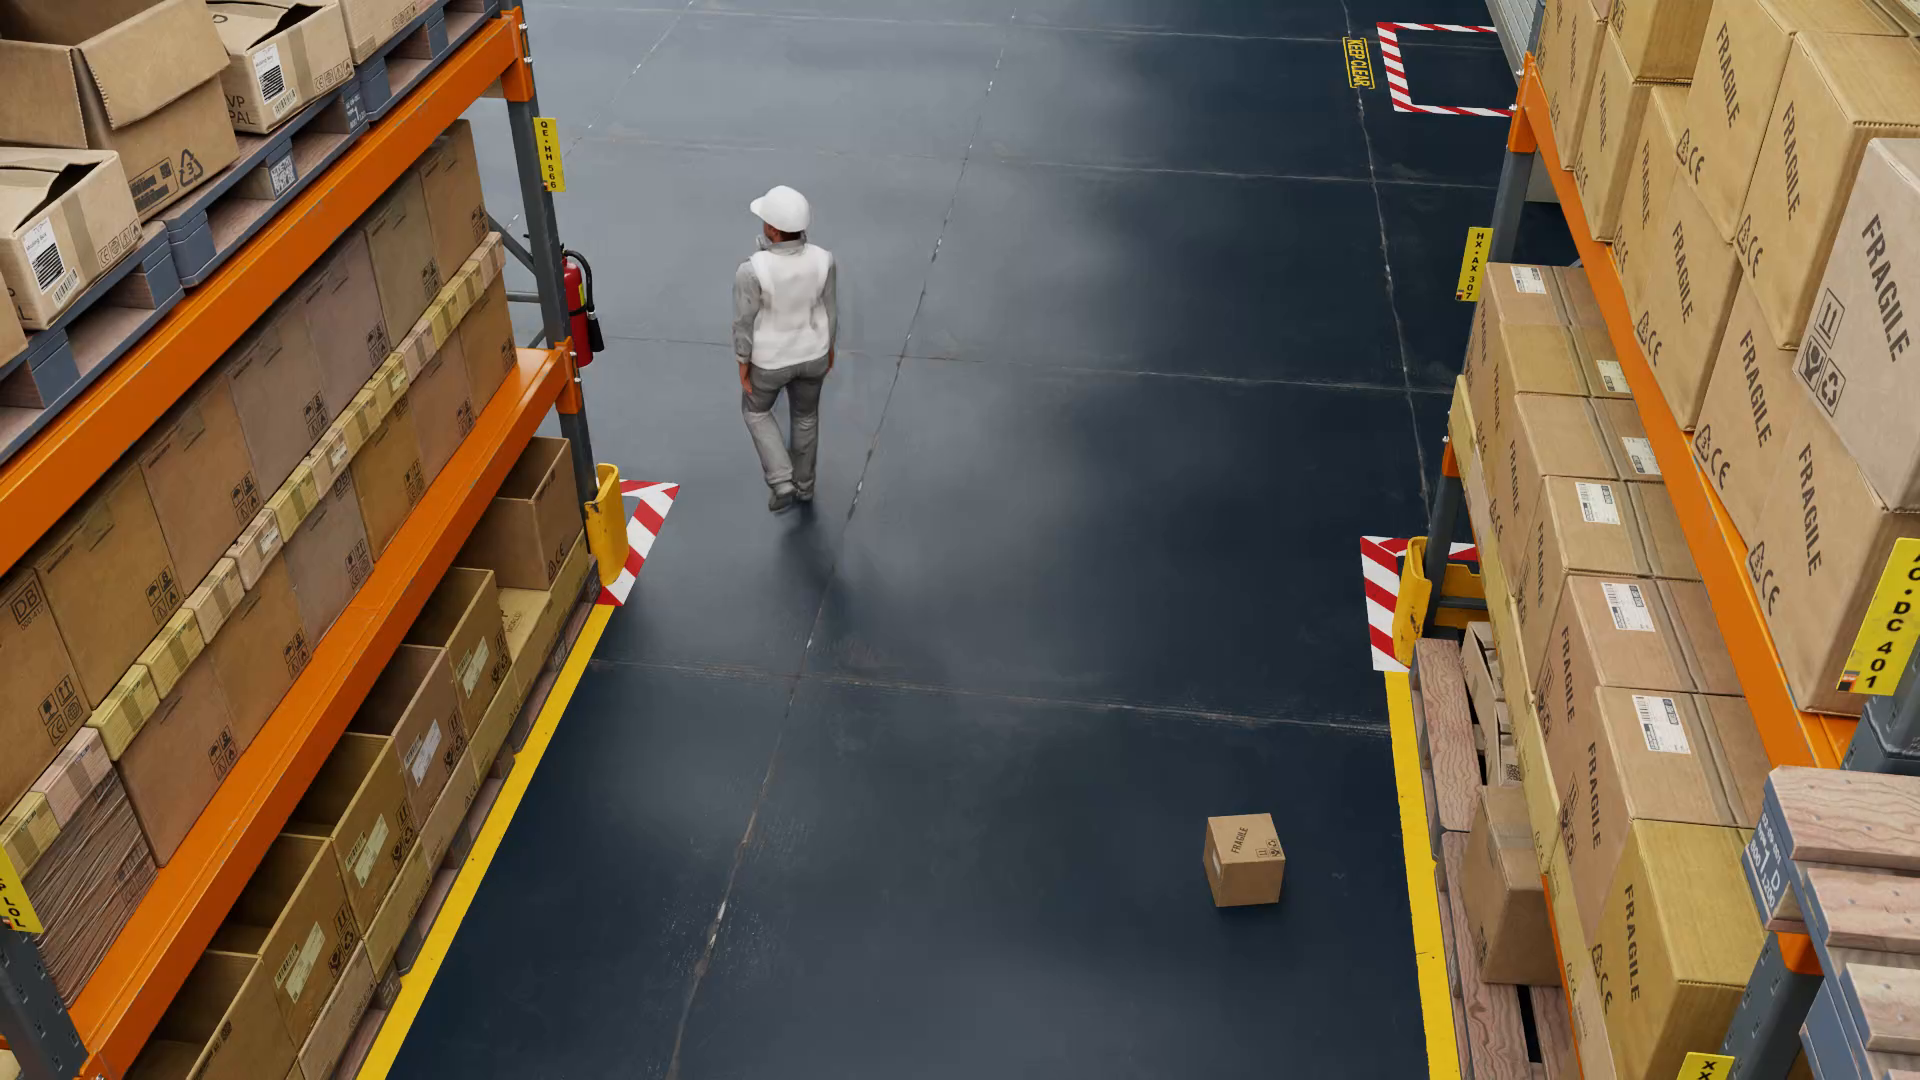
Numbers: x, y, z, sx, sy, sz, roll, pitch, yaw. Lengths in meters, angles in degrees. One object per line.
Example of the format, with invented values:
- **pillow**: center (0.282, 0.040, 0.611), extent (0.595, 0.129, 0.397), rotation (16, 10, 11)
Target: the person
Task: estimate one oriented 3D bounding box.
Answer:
- **person**: center (-0.863, -0.933, 8.261), extent (0.548, 1.762, 0.503), rotation (-13, 38, -18)
